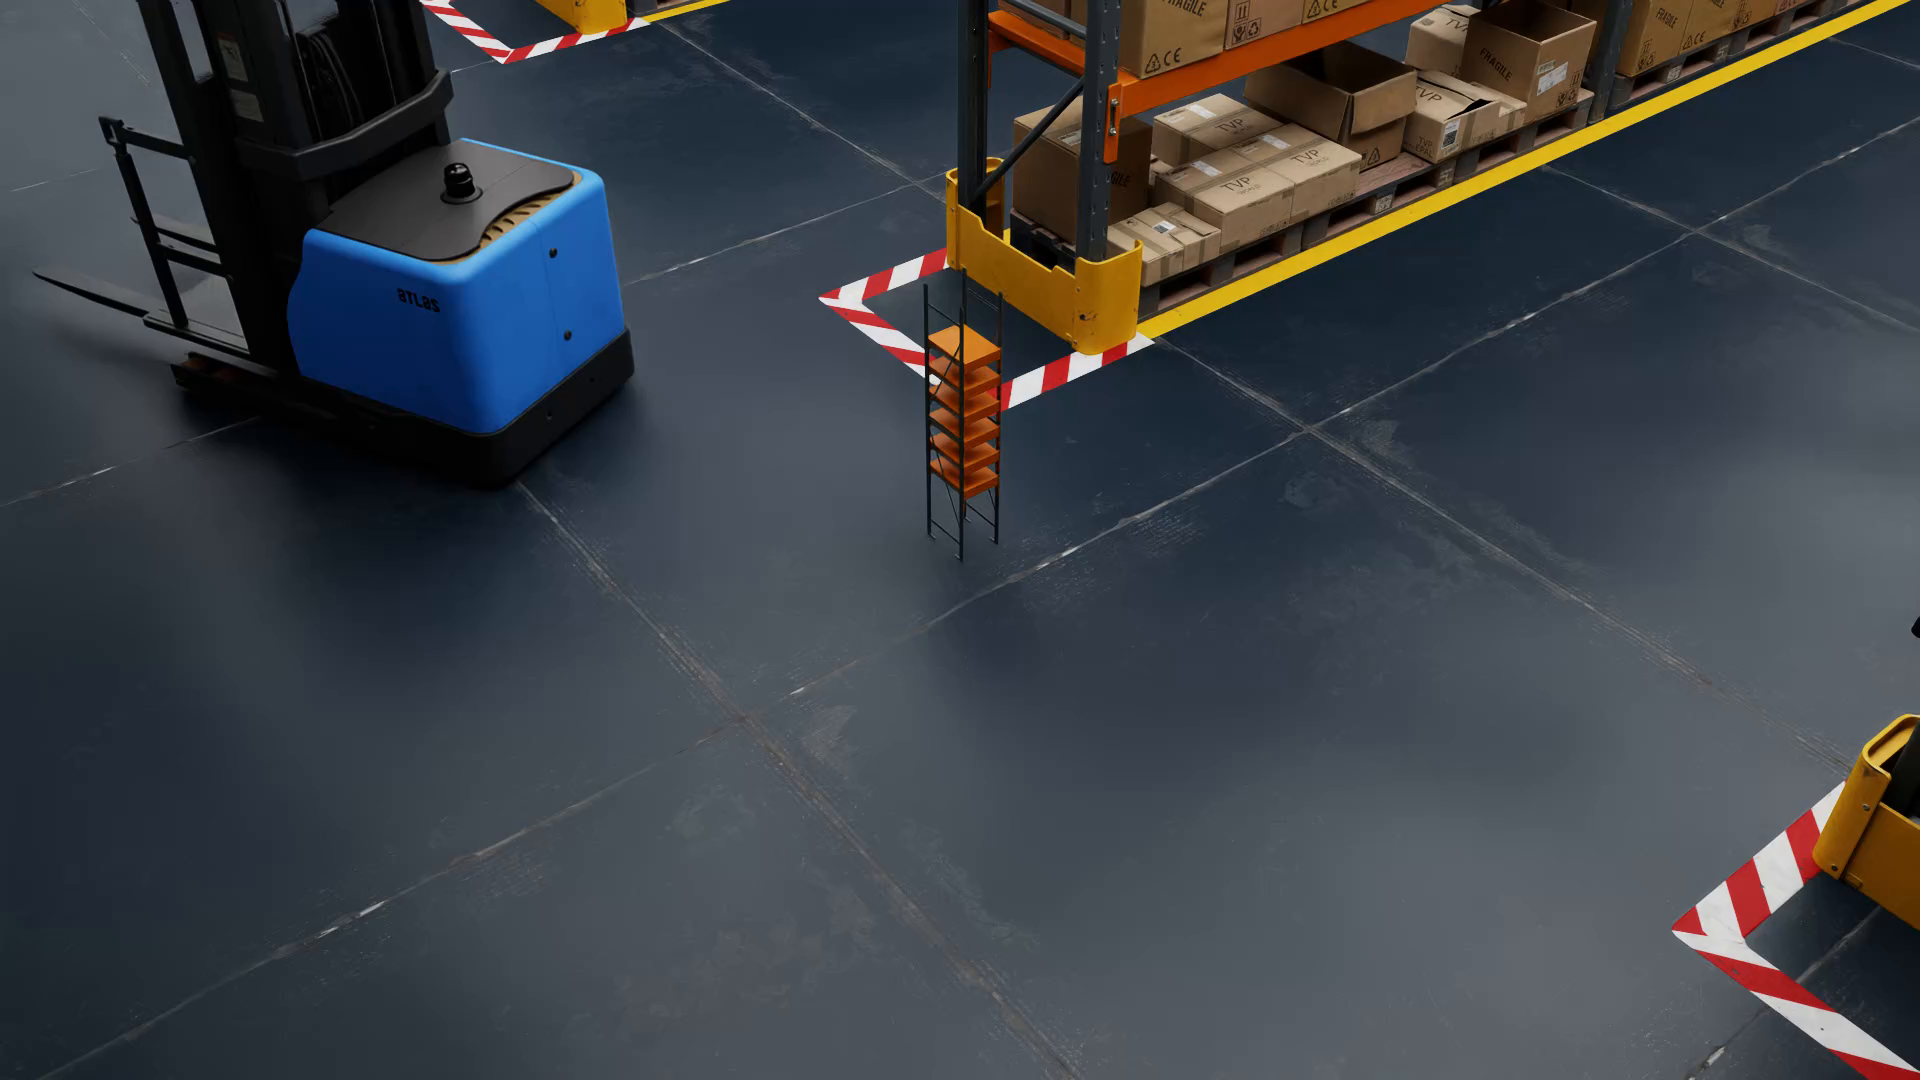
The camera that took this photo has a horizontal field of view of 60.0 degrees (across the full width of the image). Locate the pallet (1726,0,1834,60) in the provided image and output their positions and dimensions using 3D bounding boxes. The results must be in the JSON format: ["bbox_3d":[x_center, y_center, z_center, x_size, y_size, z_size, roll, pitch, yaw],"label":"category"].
[{"bbox_3d":[5.098,-3.636,11.179,1.213,0.211,1.003,-26,46,-28],"label":"pallet"}]

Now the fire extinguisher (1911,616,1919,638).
[{"bbox_3d":[2.957,0.129,4.746,0.183,0.674,0.296,-26,46,-28],"label":"fire extinguisher"}]

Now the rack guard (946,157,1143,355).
[{"bbox_3d":[0.397,-1.424,8.255,0.348,0.500,1.175,-26,46,-28],"label":"rack guard"}]

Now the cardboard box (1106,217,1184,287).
[{"bbox_3d":[0.878,-1.418,8.177,0.250,0.149,0.380,-26,46,-28],"label":"cardboard box"}]

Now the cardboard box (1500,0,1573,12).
[{"bbox_3d":[3.724,-3.445,10.372,0.500,0.500,0.500,-26,46,-28],"label":"cardboard box"}]

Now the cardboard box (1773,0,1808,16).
[{"bbox_3d":[5.258,-3.771,10.769,0.500,0.500,0.500,-28,47,-30],"label":"cardboard box"}]

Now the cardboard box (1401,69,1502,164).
[{"bbox_3d":[2.634,-2.385,9.228,0.500,0.311,0.500,-26,46,-28],"label":"cardboard box"}]

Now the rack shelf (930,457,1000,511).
[{"bbox_3d":[0.011,-0.250,6.720,0.180,0.103,0.258,-26,46,-28],"label":"rack shelf"}]

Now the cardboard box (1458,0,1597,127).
[{"bbox_3d":[3.229,-2.748,9.522,0.500,0.500,0.500,-26,46,-28],"label":"cardboard box"}]

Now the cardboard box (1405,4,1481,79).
[{"bbox_3d":[3.043,-2.984,9.959,0.500,0.311,0.500,-26,46,-28],"label":"cardboard box"}]

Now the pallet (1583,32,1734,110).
[{"bbox_3d":[4.130,-3.162,10.601,1.213,0.211,1.003,-26,46,-28],"label":"pallet"}]

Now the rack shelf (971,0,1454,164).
[{"bbox_3d":[1.922,-2.856,8.596,4.000,0.370,1.077,-26,46,-28],"label":"rack shelf"}]

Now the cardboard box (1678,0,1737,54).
[{"bbox_3d":[4.456,-3.387,10.300,0.500,0.500,0.500,-25,46,-28],"label":"cardboard box"}]

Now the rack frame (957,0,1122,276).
[{"bbox_3d":[0.336,-2.361,7.426,0.127,3.000,1.000,-26,46,-28],"label":"rack frame"}]

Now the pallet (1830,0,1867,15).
[{"bbox_3d":[6.064,-4.105,11.751,1.213,0.211,1.003,-26,46,-28],"label":"pallet"}]

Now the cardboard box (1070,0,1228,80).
[{"bbox_3d":[0.849,-2.438,7.442,0.500,0.500,0.500,-25,46,-27],"label":"cardboard box"}]

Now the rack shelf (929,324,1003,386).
[{"bbox_3d":[0.011,-0.713,6.339,0.180,0.103,0.258,-26,46,-28],"label":"rack shelf"}]

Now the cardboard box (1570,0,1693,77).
[{"bbox_3d":[4.040,-3.175,10.042,0.500,0.500,0.500,-28,47,-30],"label":"cardboard box"}]

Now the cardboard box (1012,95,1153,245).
[{"bbox_3d":[0.617,-1.898,8.487,0.500,0.500,0.500,-26,46,-28],"label":"cardboard box"}]

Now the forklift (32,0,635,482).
[{"bbox_3d":[-3.068,-2.036,7.085,3.031,2.935,1.130,18,43,21],"label":"forklift"}]

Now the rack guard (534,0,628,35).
[{"bbox_3d":[-2.690,-3.871,11.238,0.348,0.500,1.175,-26,46,-28],"label":"rack guard"}]

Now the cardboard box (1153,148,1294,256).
[{"bbox_3d":[1.337,-1.729,8.476,0.500,0.250,0.500,-26,46,-28],"label":"cardboard box"}]

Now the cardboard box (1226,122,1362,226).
[{"bbox_3d":[1.733,-1.922,8.712,0.500,0.250,0.500,-26,46,-28],"label":"cardboard box"}]

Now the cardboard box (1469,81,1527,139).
[{"bbox_3d":[2.968,-2.437,9.419,0.250,0.149,0.380,-26,46,-28],"label":"cardboard box"}]

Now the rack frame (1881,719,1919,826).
[{"bbox_3d":[3.358,0.129,4.391,0.127,3.000,1.000,-26,46,-28],"label":"rack frame"}]

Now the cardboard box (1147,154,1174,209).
[{"bbox_3d":[0.993,-1.881,8.728,0.250,0.166,0.380,-26,46,-28],"label":"cardboard box"}]

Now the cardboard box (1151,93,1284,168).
[{"bbox_3d":[1.389,-2.154,8.995,0.500,0.250,0.500,-26,46,-28],"label":"cardboard box"}]

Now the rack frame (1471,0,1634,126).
[{"bbox_3d":[3.508,-3.907,9.311,0.127,3.000,1.000,-26,46,-28],"label":"rack frame"}]

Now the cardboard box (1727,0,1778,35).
[{"bbox_3d":[4.857,-3.576,10.531,0.500,0.500,0.500,-25,46,-28],"label":"cardboard box"}]

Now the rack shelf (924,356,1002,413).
[{"bbox_3d":[0.011,-0.621,6.416,0.180,0.103,0.258,-26,46,-28],"label":"rack shelf"}]

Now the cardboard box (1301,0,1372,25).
[{"bbox_3d":[1.654,-2.833,7.923,0.500,0.500,0.500,-26,46,-28],"label":"cardboard box"}]

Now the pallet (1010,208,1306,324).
[{"bbox_3d":[1.028,-1.621,8.723,1.213,0.211,1.003,-26,46,-28],"label":"pallet"}]

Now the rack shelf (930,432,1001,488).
[{"bbox_3d":[0.011,-0.342,6.644,0.180,0.103,0.258,-26,46,-28],"label":"rack shelf"}]

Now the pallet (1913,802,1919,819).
[{"bbox_3d":[3.944,0.859,5.700,1.213,0.211,1.003,-26,46,-28],"label":"pallet"}]

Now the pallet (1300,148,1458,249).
[{"bbox_3d":[1.995,-2.089,9.294,1.213,0.211,1.003,-26,46,-28],"label":"pallet"}]

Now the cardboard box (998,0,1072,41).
[{"bbox_3d":[0.526,-2.709,7.772,0.500,0.500,0.500,-25,45,-27],"label":"cardboard box"}]

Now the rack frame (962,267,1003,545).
[{"bbox_3d":[0.084,-0.505,6.583,0.006,1.200,0.240,-26,46,-28],"label":"rack frame"}]

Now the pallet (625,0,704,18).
[{"bbox_3d":[-2.002,-4.074,11.714,1.213,0.211,1.003,-26,46,-28],"label":"pallet"}]

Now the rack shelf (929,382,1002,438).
[{"bbox_3d":[0.011,-0.528,6.492,0.180,0.103,0.258,-26,46,-28],"label":"rack shelf"}]

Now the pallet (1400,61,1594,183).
[{"bbox_3d":[2.963,-2.564,9.872,1.213,0.211,1.003,-26,46,-28],"label":"pallet"}]

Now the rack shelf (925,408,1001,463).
[{"bbox_3d":[0.011,-0.435,6.568,0.180,0.103,0.258,-26,46,-28],"label":"rack shelf"}]

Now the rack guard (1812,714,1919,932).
[{"bbox_3d":[3.339,1.105,5.173,0.348,0.500,1.175,-26,46,-28],"label":"rack guard"}]

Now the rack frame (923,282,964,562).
[{"bbox_3d":[-0.061,-0.434,6.496,0.006,1.200,0.240,-26,46,-28],"label":"rack frame"}]

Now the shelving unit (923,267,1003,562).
[{"bbox_3d":[0.011,-0.469,6.540,0.189,1.200,0.258,-26,46,-28],"label":"shelving unit"}]

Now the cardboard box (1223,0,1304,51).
[{"bbox_3d":[1.255,-2.640,7.688,0.500,0.500,0.500,-26,46,-28],"label":"cardboard box"}]

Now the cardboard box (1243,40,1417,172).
[{"bbox_3d":[2.021,-2.383,9.075,0.637,0.503,0.797,-26,46,-28],"label":"cardboard box"}]

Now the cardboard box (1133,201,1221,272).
[{"bbox_3d":[1.076,-1.521,8.290,0.250,0.166,0.380,-26,46,-28],"label":"cardboard box"}]
